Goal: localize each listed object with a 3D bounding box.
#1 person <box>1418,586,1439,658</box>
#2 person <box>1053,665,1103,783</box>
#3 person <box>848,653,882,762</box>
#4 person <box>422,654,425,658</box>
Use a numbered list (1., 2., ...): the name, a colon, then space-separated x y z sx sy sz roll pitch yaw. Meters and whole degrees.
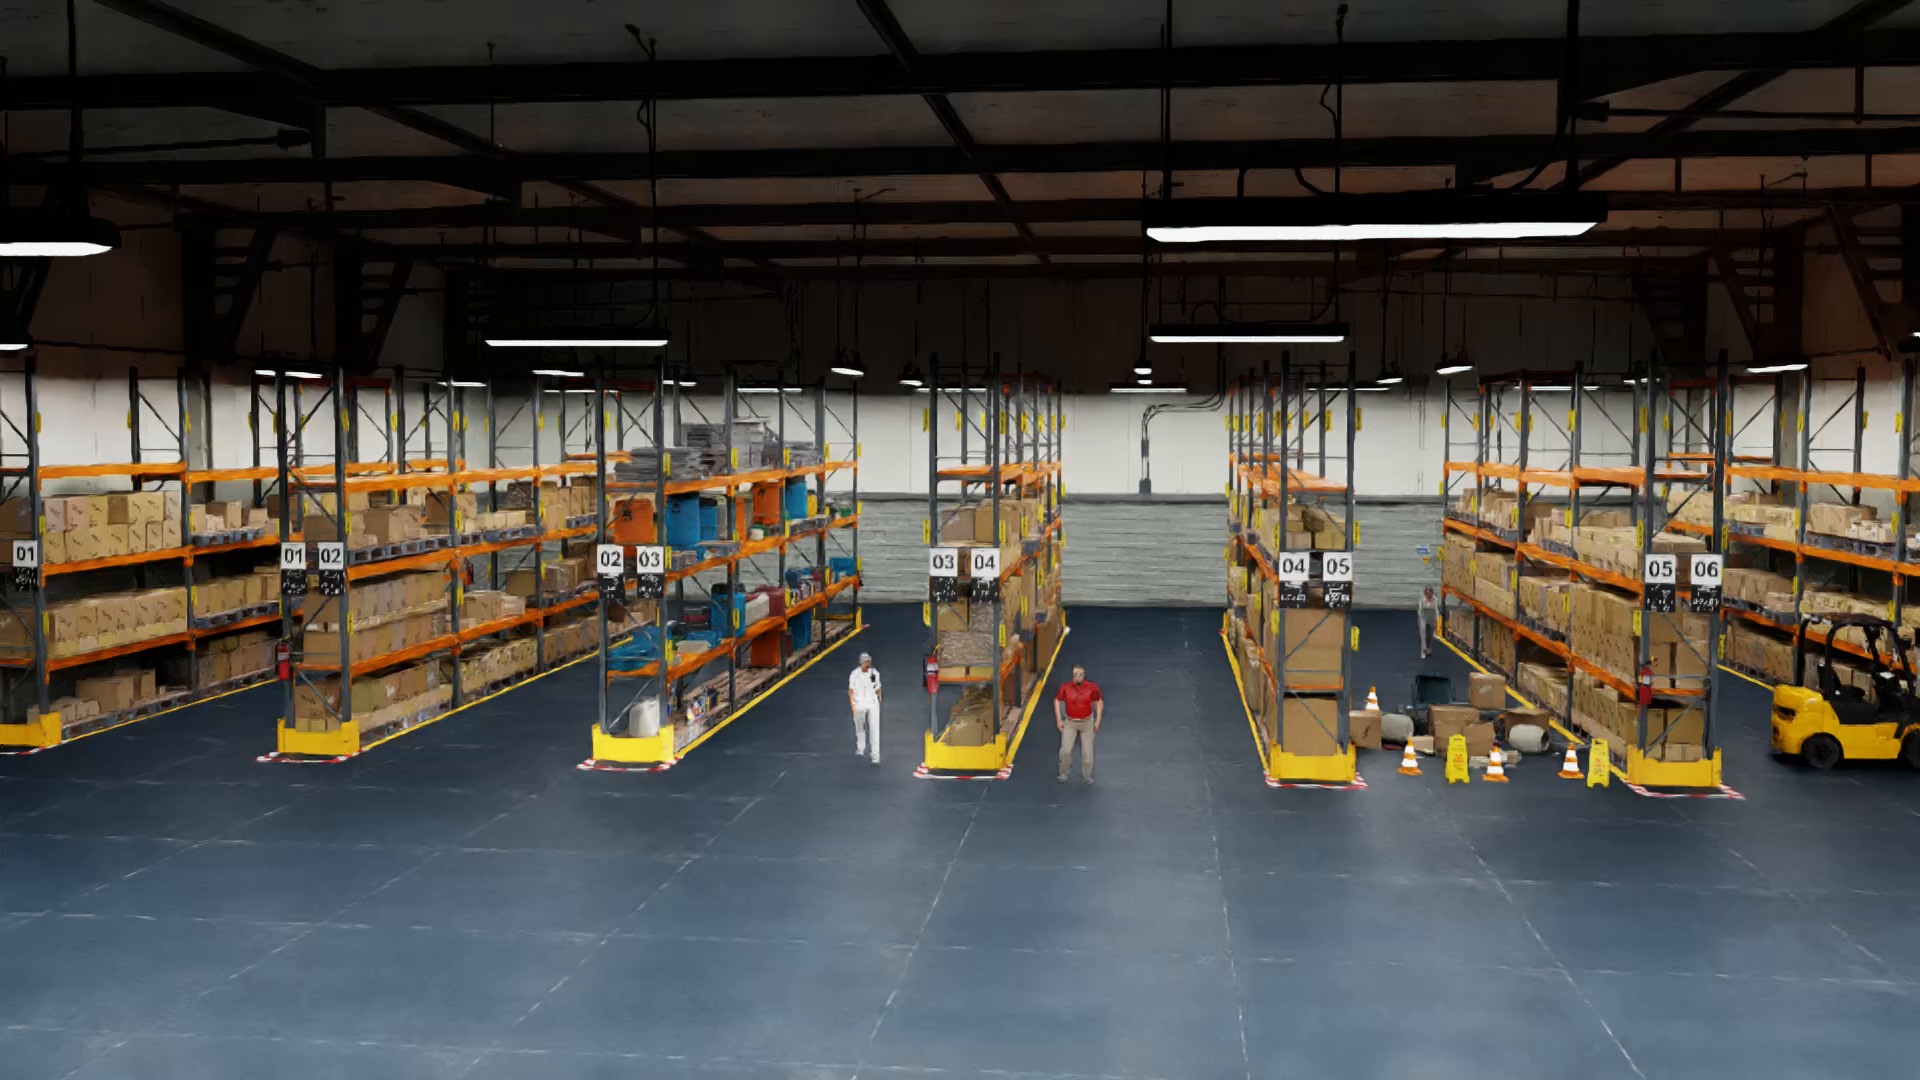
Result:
1. person: 9.962 1.727 35.354 0.419 1.514 1.043 1 4 10
2. person: 1.635 2.541 23.038 0.682 1.676 0.535 0 4 4
3. person: -1.402 2.452 24.588 0.490 1.597 0.999 0 4 0
4. person: -10.521 1.863 32.358 0.734 1.697 0.856 1 4 12
